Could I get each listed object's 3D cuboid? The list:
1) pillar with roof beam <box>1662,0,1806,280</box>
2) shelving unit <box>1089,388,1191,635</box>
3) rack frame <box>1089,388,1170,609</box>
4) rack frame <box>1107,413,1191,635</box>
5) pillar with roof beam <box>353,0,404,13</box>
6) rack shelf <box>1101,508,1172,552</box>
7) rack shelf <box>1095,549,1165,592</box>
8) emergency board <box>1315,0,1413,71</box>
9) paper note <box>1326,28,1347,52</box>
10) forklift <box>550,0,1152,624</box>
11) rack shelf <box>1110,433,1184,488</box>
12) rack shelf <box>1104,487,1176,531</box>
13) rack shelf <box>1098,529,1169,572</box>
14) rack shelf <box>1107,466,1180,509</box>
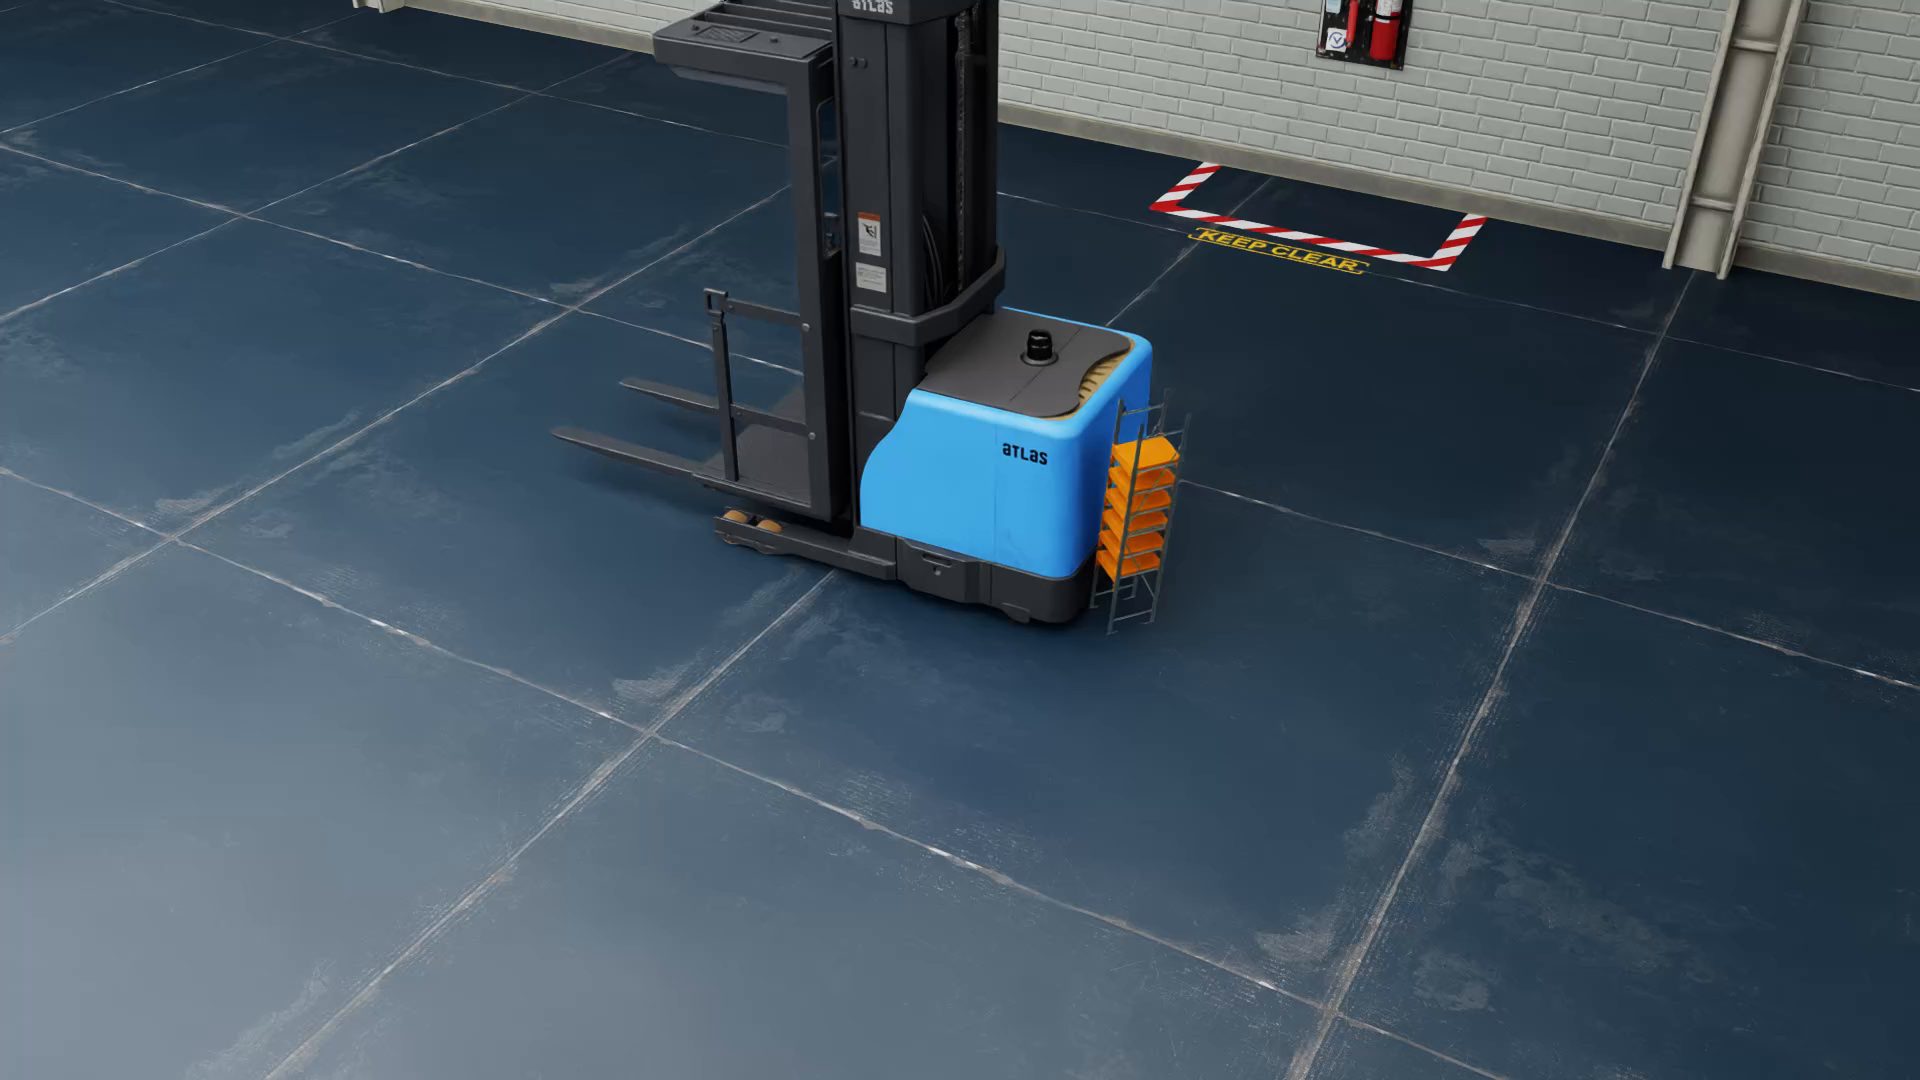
[{"bbox_3d":[2.730,-3.488,5.369,0.400,9.000,9.100,18,37,24],"label":"pillar with roof beam"},{"bbox_3d":[0.779,-0.103,7.308,0.258,1.200,0.189,-14,44,-19],"label":"shelving unit"},{"bbox_3d":[0.743,-0.159,7.370,0.240,1.200,0.006,-14,44,-19],"label":"rack frame"},{"bbox_3d":[0.815,-0.047,7.246,0.240,1.200,0.006,-14,44,-19],"label":"rack frame"},{"bbox_3d":[-7.689,-6.788,10.325,0.400,9.000,9.100,18,37,24],"label":"pillar with roof beam"},{"bbox_3d":[0.776,-0.069,7.337,0.258,0.103,0.180,-14,44,-19],"label":"rack shelf"},{"bbox_3d":[0.763,0.112,7.494,0.258,0.103,0.180,-14,44,-19],"label":"rack shelf"},{"bbox_3d":[2.739,-3.761,11.191,0.643,1.169,0.194,18,37,24],"label":"emergency board"},{"bbox_3d":[2.620,-3.476,11.558,0.142,0.148,0.016,18,37,24],"label":"paper note"},{"bbox_3d":[-0.644,-1.394,7.699,3.031,2.935,1.130,15,37,22],"label":"forklift"},{"bbox_3d":[0.796,-0.341,7.102,0.258,0.103,0.180,-14,44,-19],"label":"rack shelf"},{"bbox_3d":[0.783,-0.160,7.259,0.258,0.103,0.180,-14,44,-19],"label":"rack shelf"},{"bbox_3d":[0.770,0.021,7.415,0.258,0.103,0.180,-14,44,-19],"label":"rack shelf"},{"bbox_3d":[0.790,-0.251,7.180,0.258,0.103,0.180,-14,44,-19],"label":"rack shelf"}]
